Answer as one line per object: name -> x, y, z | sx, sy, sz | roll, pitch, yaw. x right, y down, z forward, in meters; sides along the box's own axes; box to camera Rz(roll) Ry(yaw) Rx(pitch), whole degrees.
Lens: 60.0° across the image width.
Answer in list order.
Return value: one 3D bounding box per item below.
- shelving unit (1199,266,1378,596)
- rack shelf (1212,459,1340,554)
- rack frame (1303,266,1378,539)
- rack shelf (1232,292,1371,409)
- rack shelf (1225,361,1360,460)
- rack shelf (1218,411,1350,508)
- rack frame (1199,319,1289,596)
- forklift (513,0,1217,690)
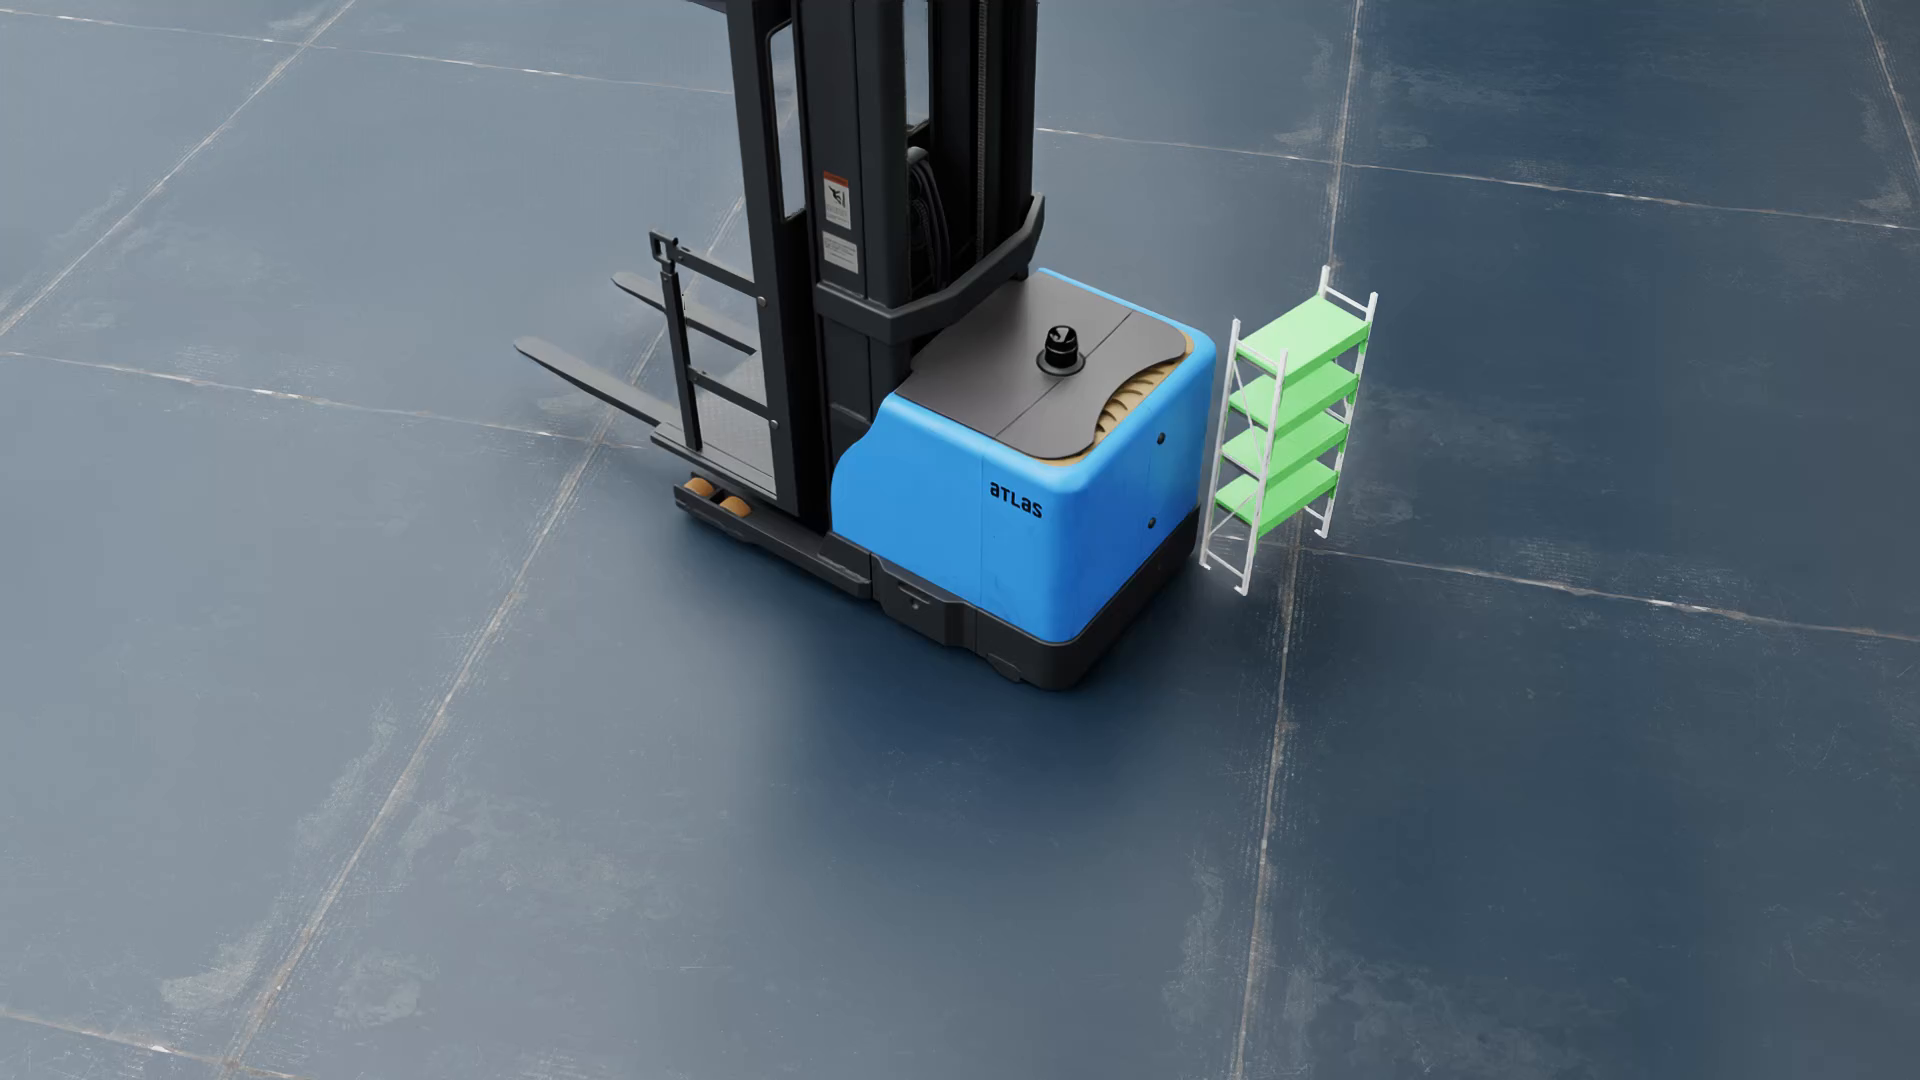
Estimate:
shelving unit -> 1.224, -0.390, 6.290 | 0.503, 1.200, 0.258 | -32, 52, -29
rack shelf -> 1.224, -0.171, 6.501 | 0.480, 0.148, 0.258 | -32, 52, -29
rack frame -> 1.406, -0.503, 6.407 | 0.015, 1.200, 0.240 | -32, 52, -29
rack shelf -> 1.224, -0.690, 6.002 | 0.480, 0.148, 0.258 | -32, 52, -29
rack shelf -> 1.224, -0.517, 6.168 | 0.480, 0.148, 0.258 | -32, 52, -29
rack shelf -> 1.224, -0.344, 6.335 | 0.480, 0.148, 0.258 | -32, 52, -29
rack frame -> 1.042, -0.278, 6.173 | 0.015, 1.200, 0.240 | -32, 52, -29
forklift -> -0.552, -1.337, 6.026 | 3.031, 2.935, 1.130 | 27, 50, 25
